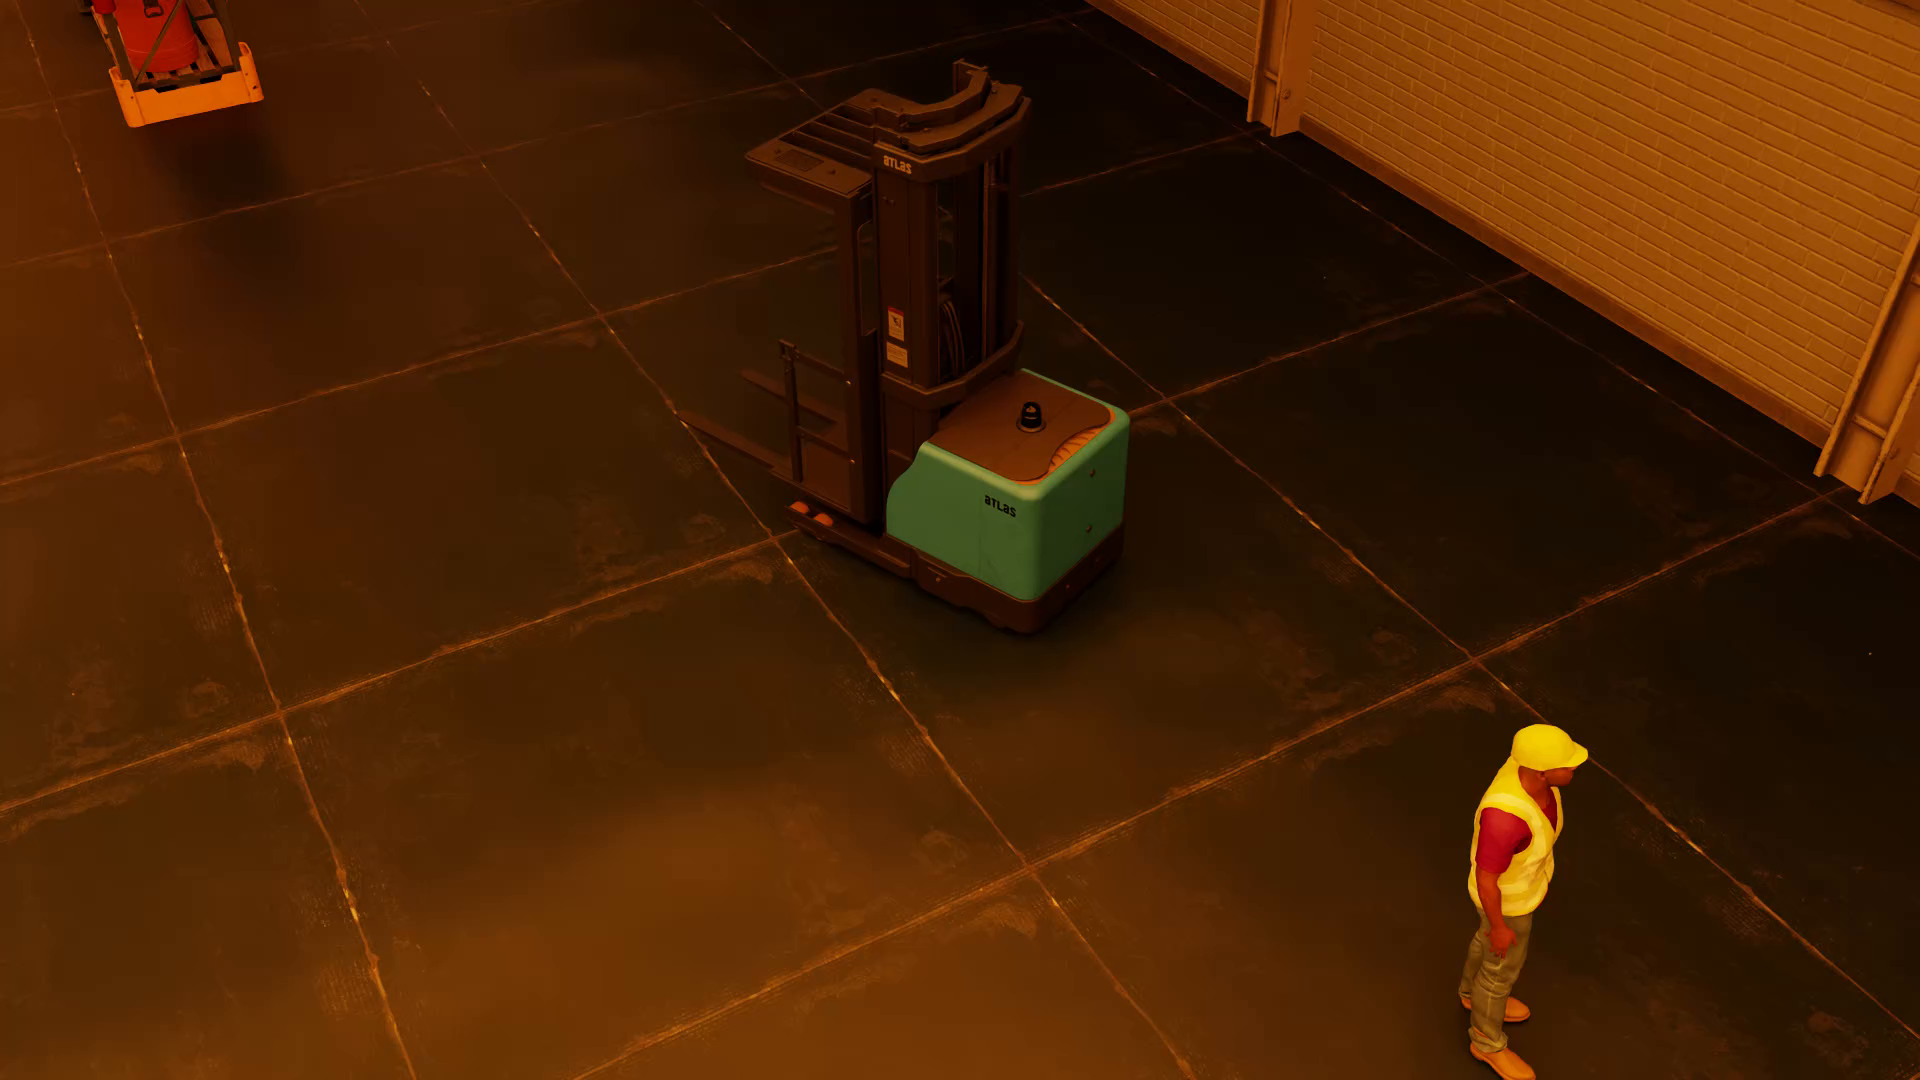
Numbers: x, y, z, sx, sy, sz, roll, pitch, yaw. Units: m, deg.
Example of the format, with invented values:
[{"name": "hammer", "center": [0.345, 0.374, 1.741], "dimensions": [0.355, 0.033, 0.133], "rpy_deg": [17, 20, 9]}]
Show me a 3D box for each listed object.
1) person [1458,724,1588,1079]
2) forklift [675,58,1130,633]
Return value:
[{"name": "person", "center": [2.436, 1.506, 7.127], "dimensions": [0.577, 1.760, 0.665], "rpy_deg": [20, 44, 23]}, {"name": "forklift", "center": [-0.481, -1.366, 9.683], "dimensions": [3.031, 2.935, 1.130], "rpy_deg": [26, 46, 28]}]
